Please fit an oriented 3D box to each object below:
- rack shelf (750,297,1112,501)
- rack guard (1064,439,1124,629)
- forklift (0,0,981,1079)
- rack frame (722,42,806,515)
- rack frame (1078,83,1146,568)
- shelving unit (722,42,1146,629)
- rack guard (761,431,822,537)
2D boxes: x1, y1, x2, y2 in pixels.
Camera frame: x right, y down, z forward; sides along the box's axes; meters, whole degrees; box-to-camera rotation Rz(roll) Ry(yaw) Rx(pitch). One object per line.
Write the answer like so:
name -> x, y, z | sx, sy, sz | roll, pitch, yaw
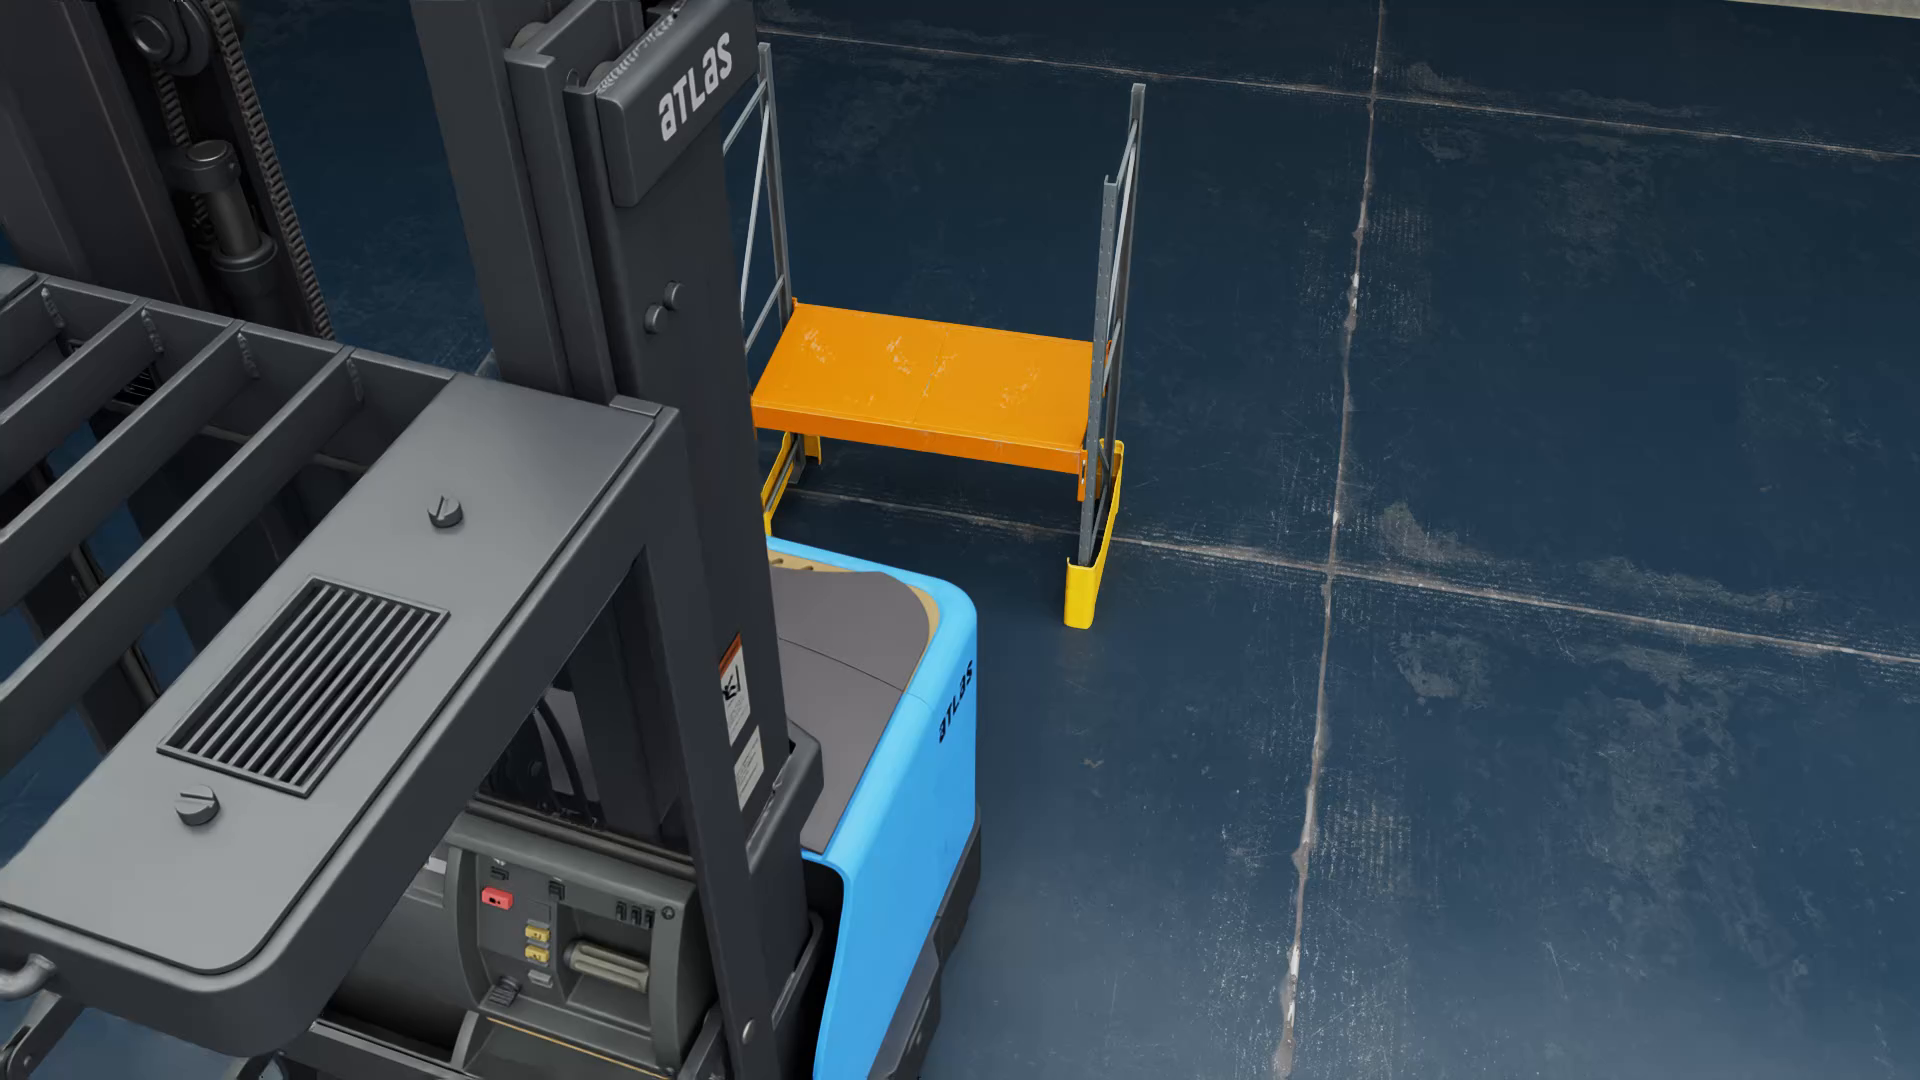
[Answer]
rack shelf -> -0.083, -0.424, 4.868 | 1.000, 0.185, 0.538 | 9, 45, 9
rack guard -> 0.412, -0.026, 5.097 | 0.087, 0.250, 0.587 | 9, 45, 9
forklift -> -0.917, 0.672, 2.438 | 1.130, 2.935, 3.031 | 14, 46, 14
rack frame -> -0.579, -0.630, 4.823 | 0.032, 1.500, 0.500 | 9, 45, 9
rack frame -> 0.413, -0.476, 4.663 | 0.032, 1.500, 0.500 | 9, 45, 9
shelving unit -> -0.074, -0.552, 4.742 | 1.083, 1.500, 0.587 | 9, 45, 9
rack guard -> -0.560, -0.177, 5.254 | 0.087, 0.250, 0.587 | 9, 45, 9
